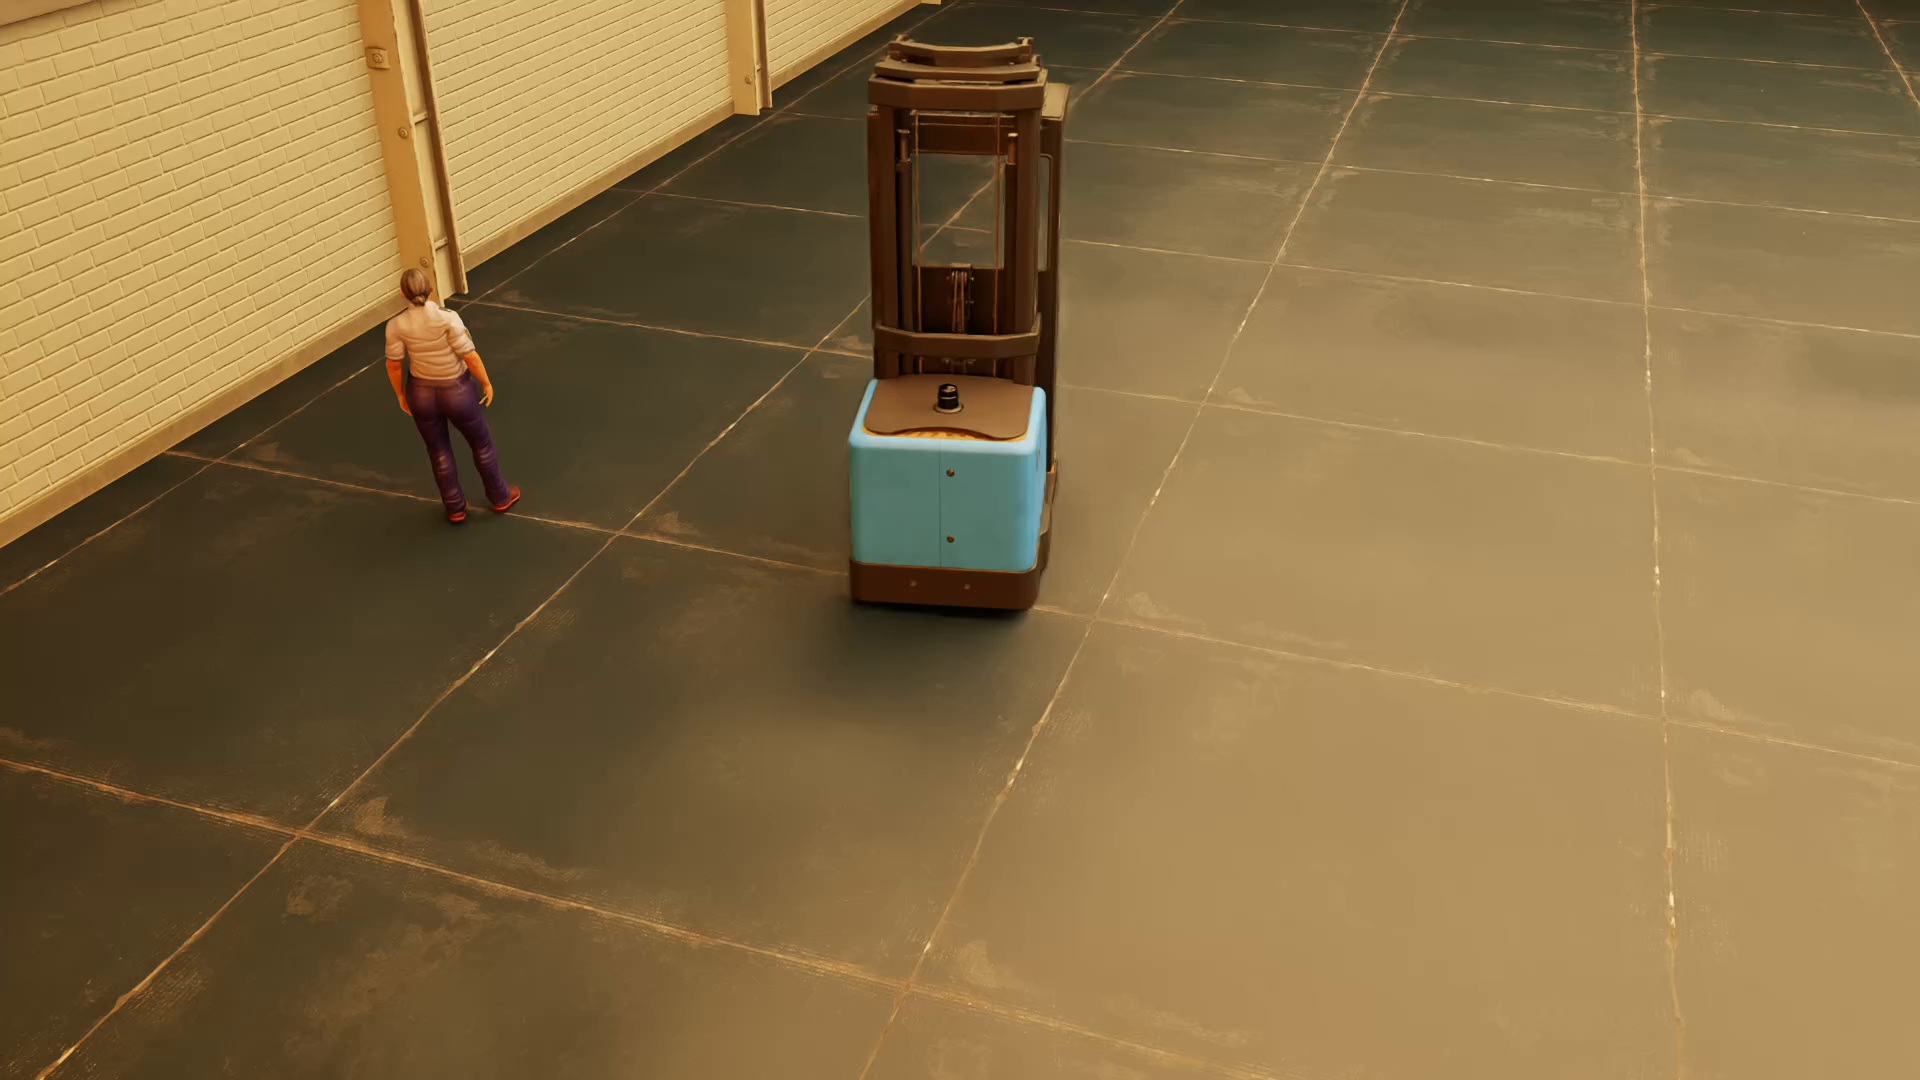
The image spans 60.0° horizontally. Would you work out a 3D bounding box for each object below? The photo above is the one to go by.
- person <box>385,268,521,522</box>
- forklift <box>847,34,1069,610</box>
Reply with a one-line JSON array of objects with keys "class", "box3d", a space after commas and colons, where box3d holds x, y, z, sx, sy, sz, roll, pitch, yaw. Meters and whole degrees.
[{"class": "person", "box3d": [-3.073, -0.896, 9.990, 0.596, 1.650, 0.504, -2, 30, -4]}, {"class": "forklift", "box3d": [0.052, -1.590, 9.926, 1.130, 2.935, 3.031, 3, 30, 5]}]
